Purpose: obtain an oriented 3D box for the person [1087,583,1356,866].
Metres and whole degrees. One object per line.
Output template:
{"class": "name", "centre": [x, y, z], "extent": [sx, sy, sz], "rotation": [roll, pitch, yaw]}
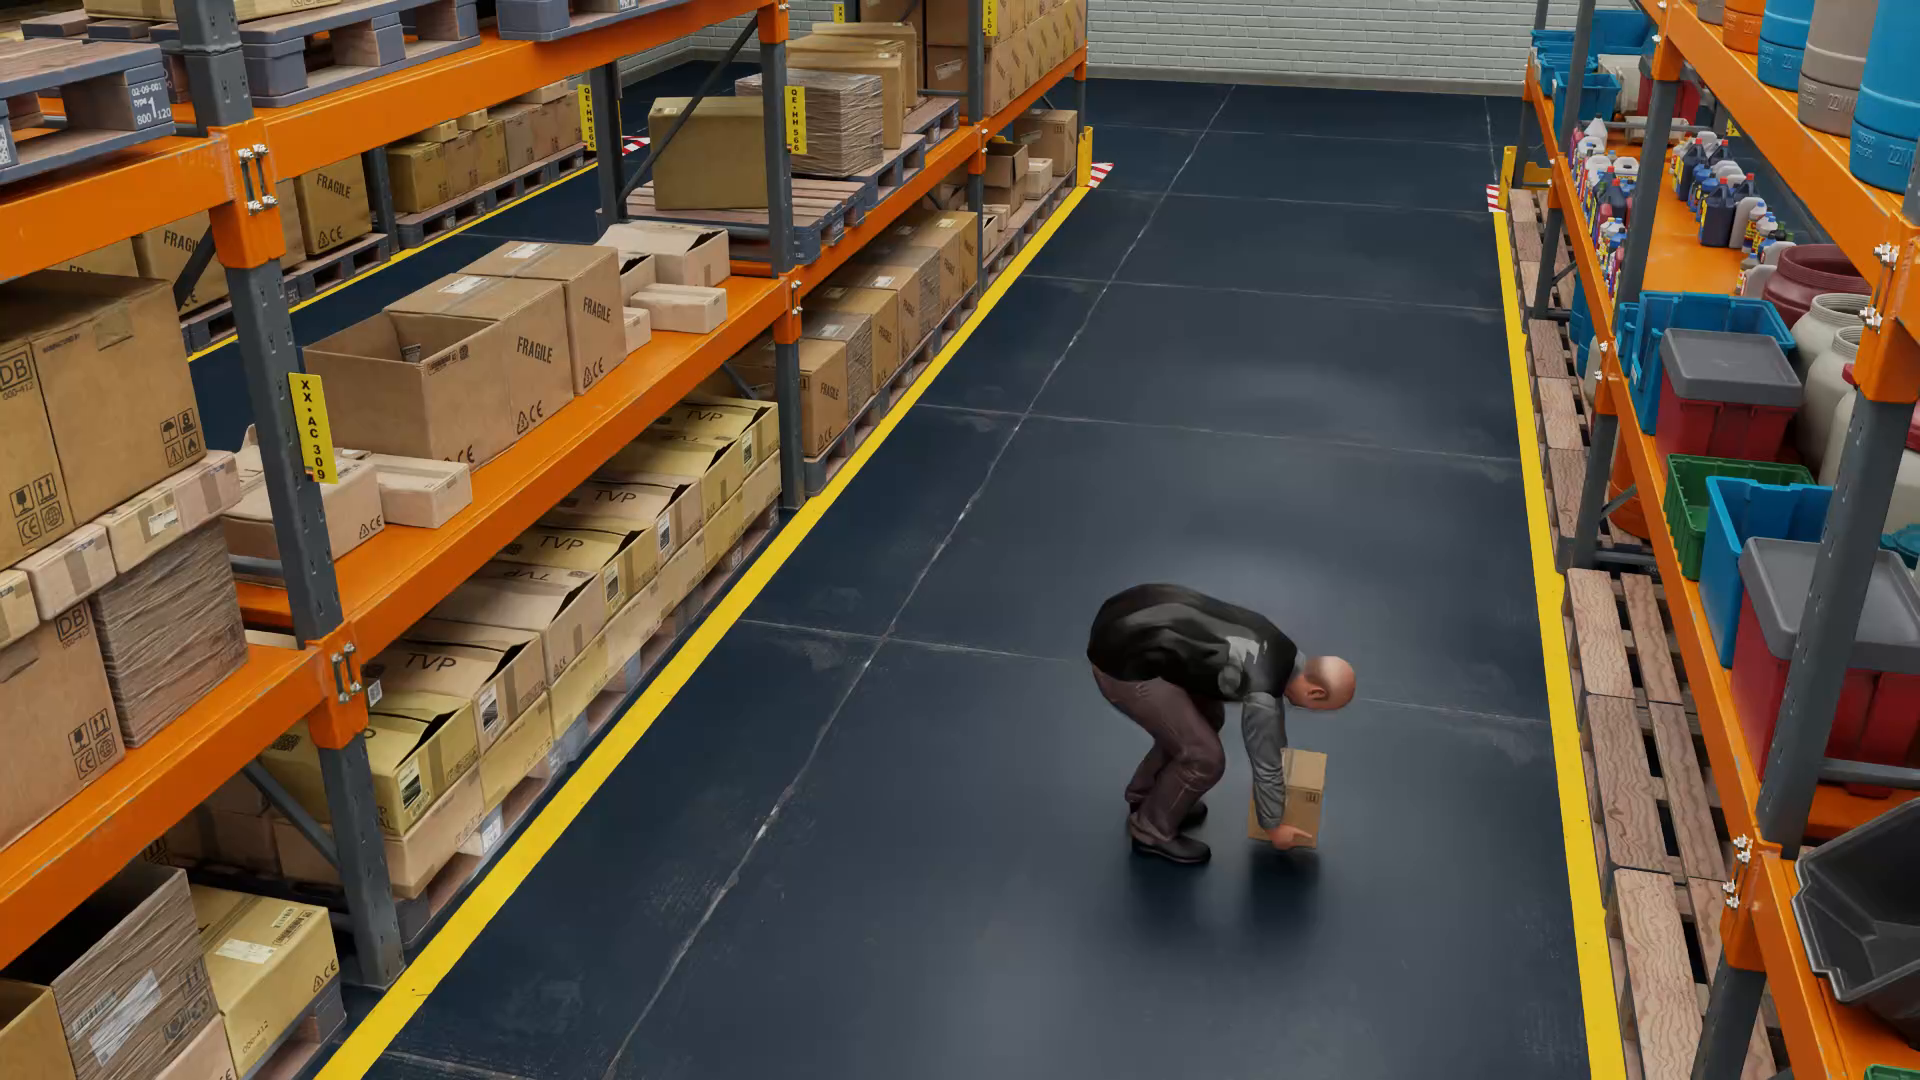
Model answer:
{"class": "person", "centre": [0.932, 0.660, 6.048], "extent": [0.950, 1.027, 0.493], "rotation": [5, 26, 11]}
